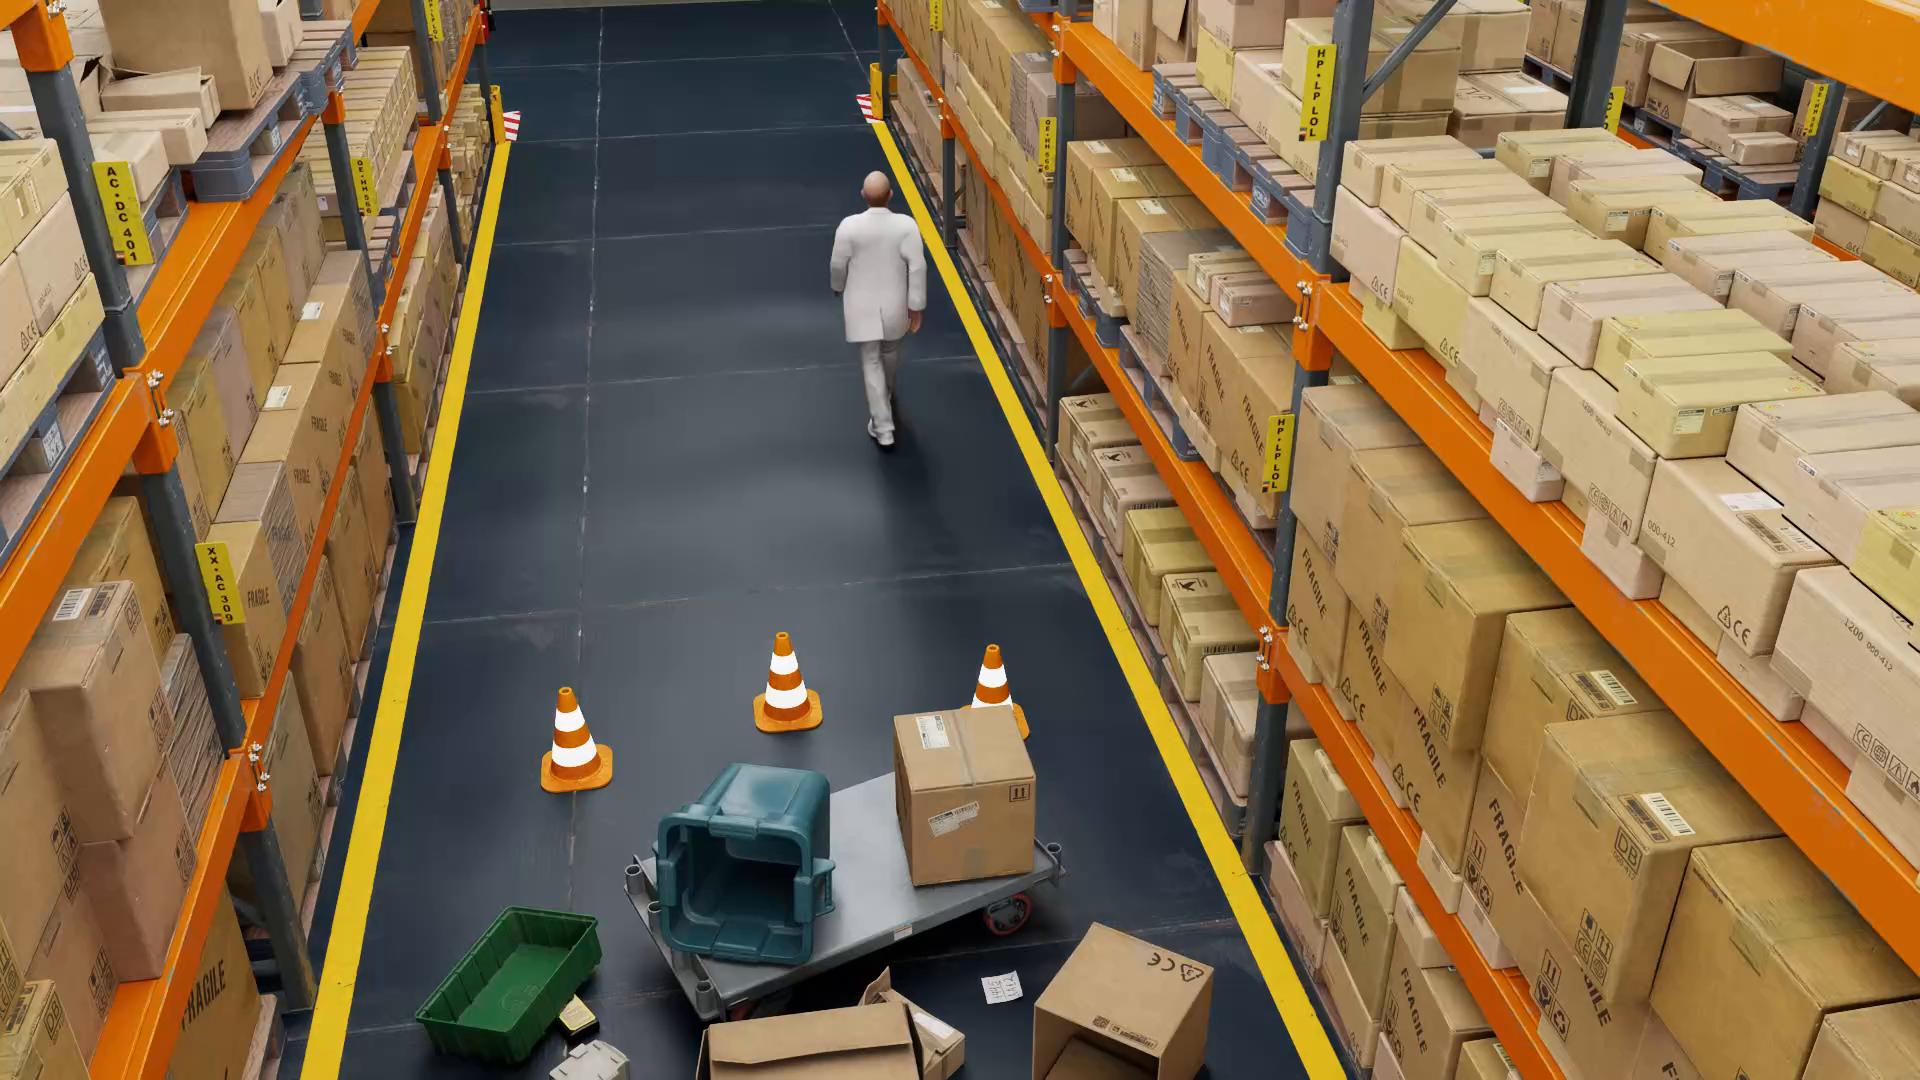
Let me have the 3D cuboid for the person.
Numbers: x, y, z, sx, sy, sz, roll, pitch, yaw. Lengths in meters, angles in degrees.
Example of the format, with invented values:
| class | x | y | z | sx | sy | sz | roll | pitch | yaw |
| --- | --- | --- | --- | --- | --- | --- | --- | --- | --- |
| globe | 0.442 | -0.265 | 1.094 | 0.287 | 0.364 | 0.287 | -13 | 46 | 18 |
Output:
| class | x | y | z | sx | sy | sz | roll | pitch | yaw |
| --- | --- | --- | --- | --- | --- | --- | --- | --- | --- |
| person | -0.549 | -1.598 | 10.873 | 0.601 | 1.724 | 1.084 | -6 | 31 | -10 |
